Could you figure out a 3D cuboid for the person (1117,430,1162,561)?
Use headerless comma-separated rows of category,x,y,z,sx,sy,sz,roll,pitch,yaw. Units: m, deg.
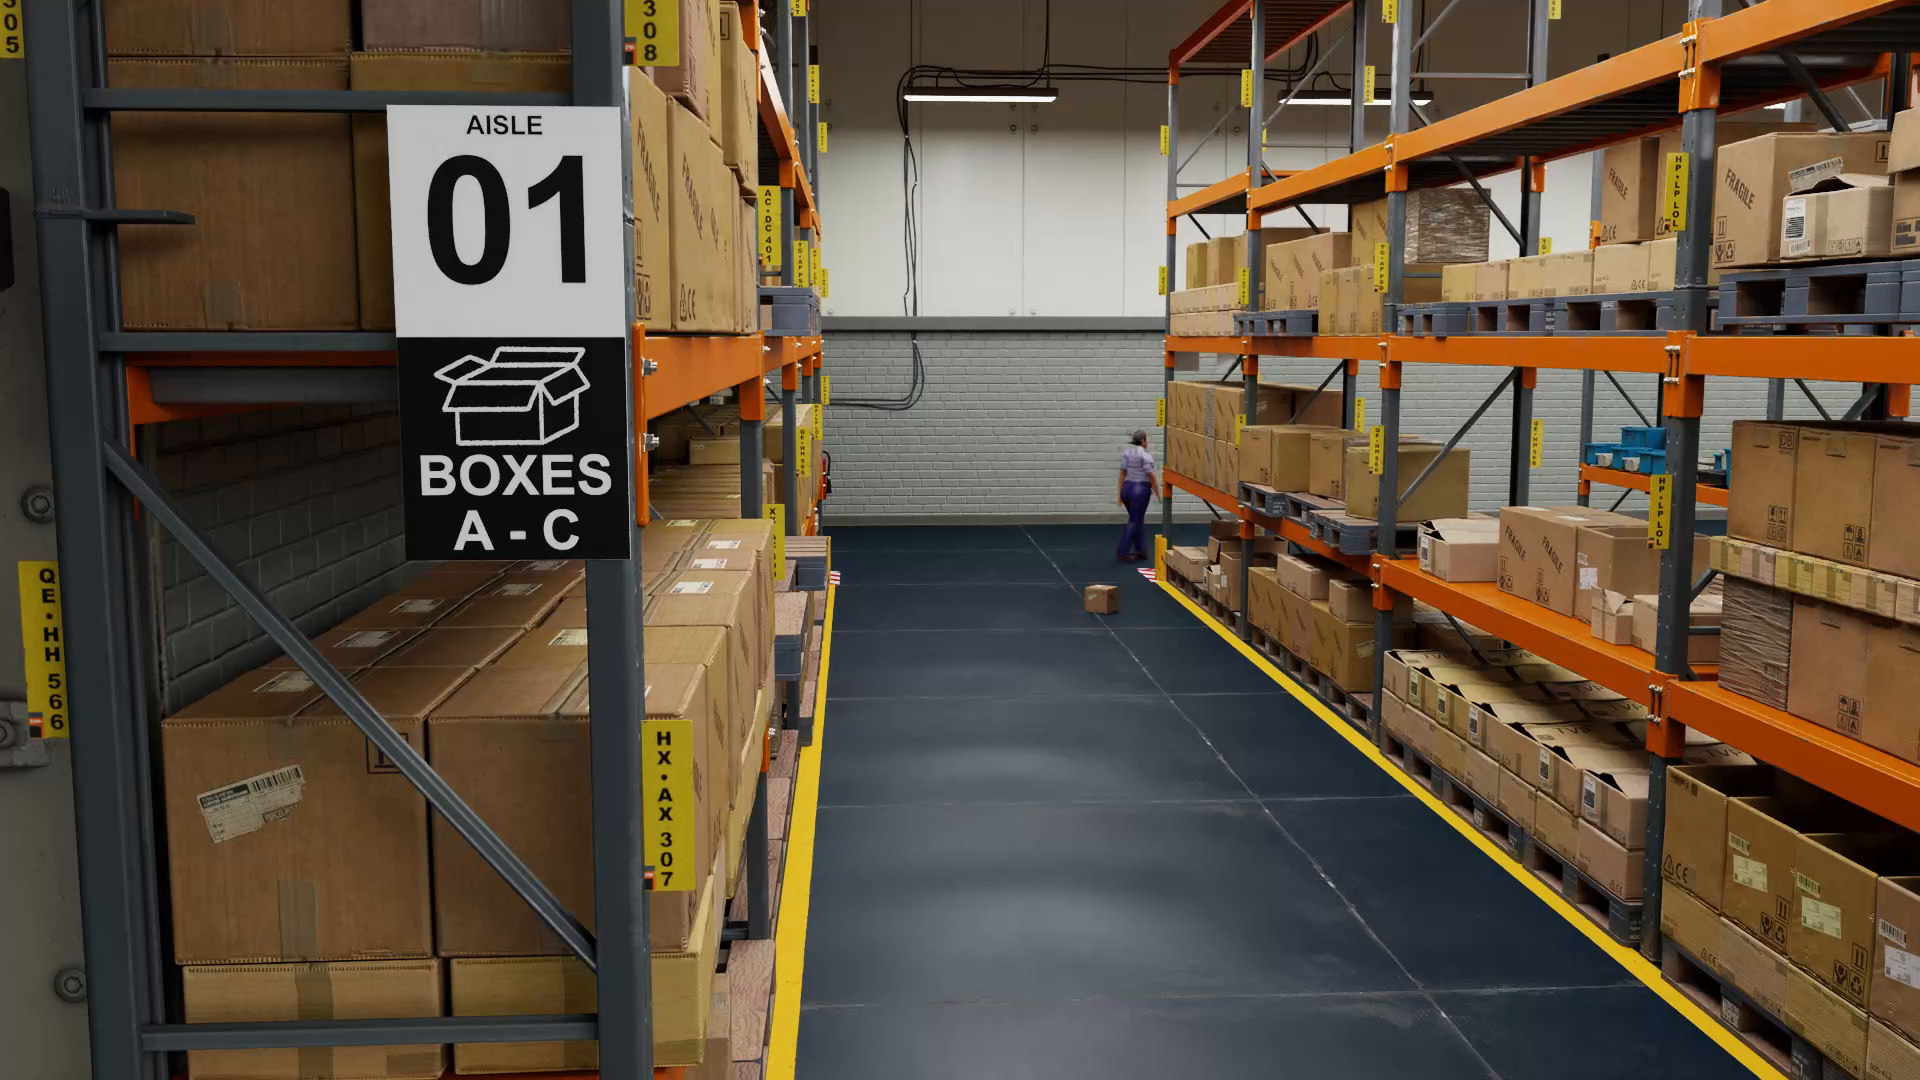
person,2.239,-0.529,20.707,0.703,1.687,0.526,-5,9,-36
